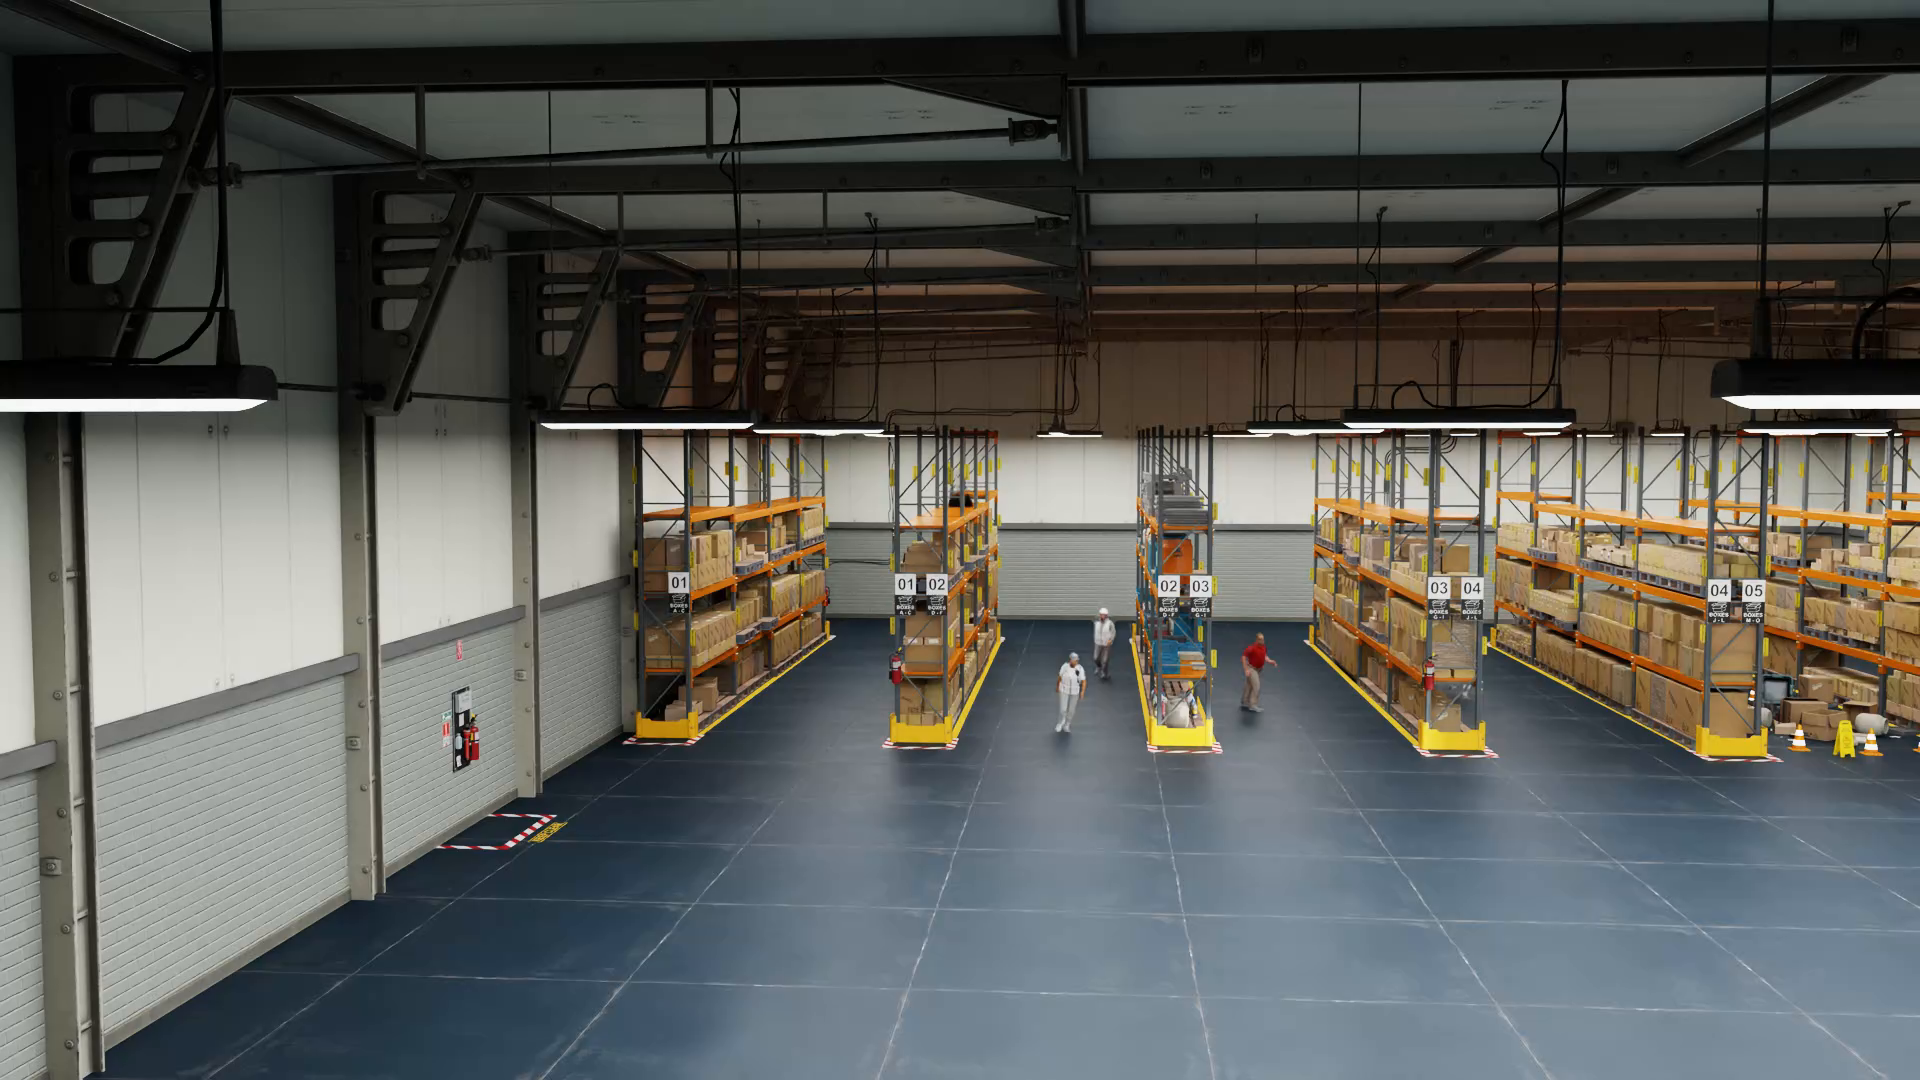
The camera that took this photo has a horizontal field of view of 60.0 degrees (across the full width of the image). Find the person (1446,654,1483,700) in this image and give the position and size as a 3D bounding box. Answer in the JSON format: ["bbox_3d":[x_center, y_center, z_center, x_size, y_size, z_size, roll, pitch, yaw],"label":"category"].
[{"bbox_3d":[11.142,2.635,36.714,0.764,1.752,0.576,1,4,15],"label":"person"}]

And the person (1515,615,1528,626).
[{"bbox_3d":[16.049,2.038,47.205,0.830,1.731,0.579,0,3,2],"label":"person"}]

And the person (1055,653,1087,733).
[{"bbox_3d":[2.153,2.974,32.354,0.594,1.607,0.704,0,3,-4],"label":"person"}]

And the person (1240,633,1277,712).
[{"bbox_3d":[6.284,2.785,35.233,0.866,1.664,0.683,2,4,36],"label":"person"}]

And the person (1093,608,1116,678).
[{"bbox_3d":[3.412,2.467,39.729,0.660,1.723,0.768,1,4,21],"label":"person"}]
